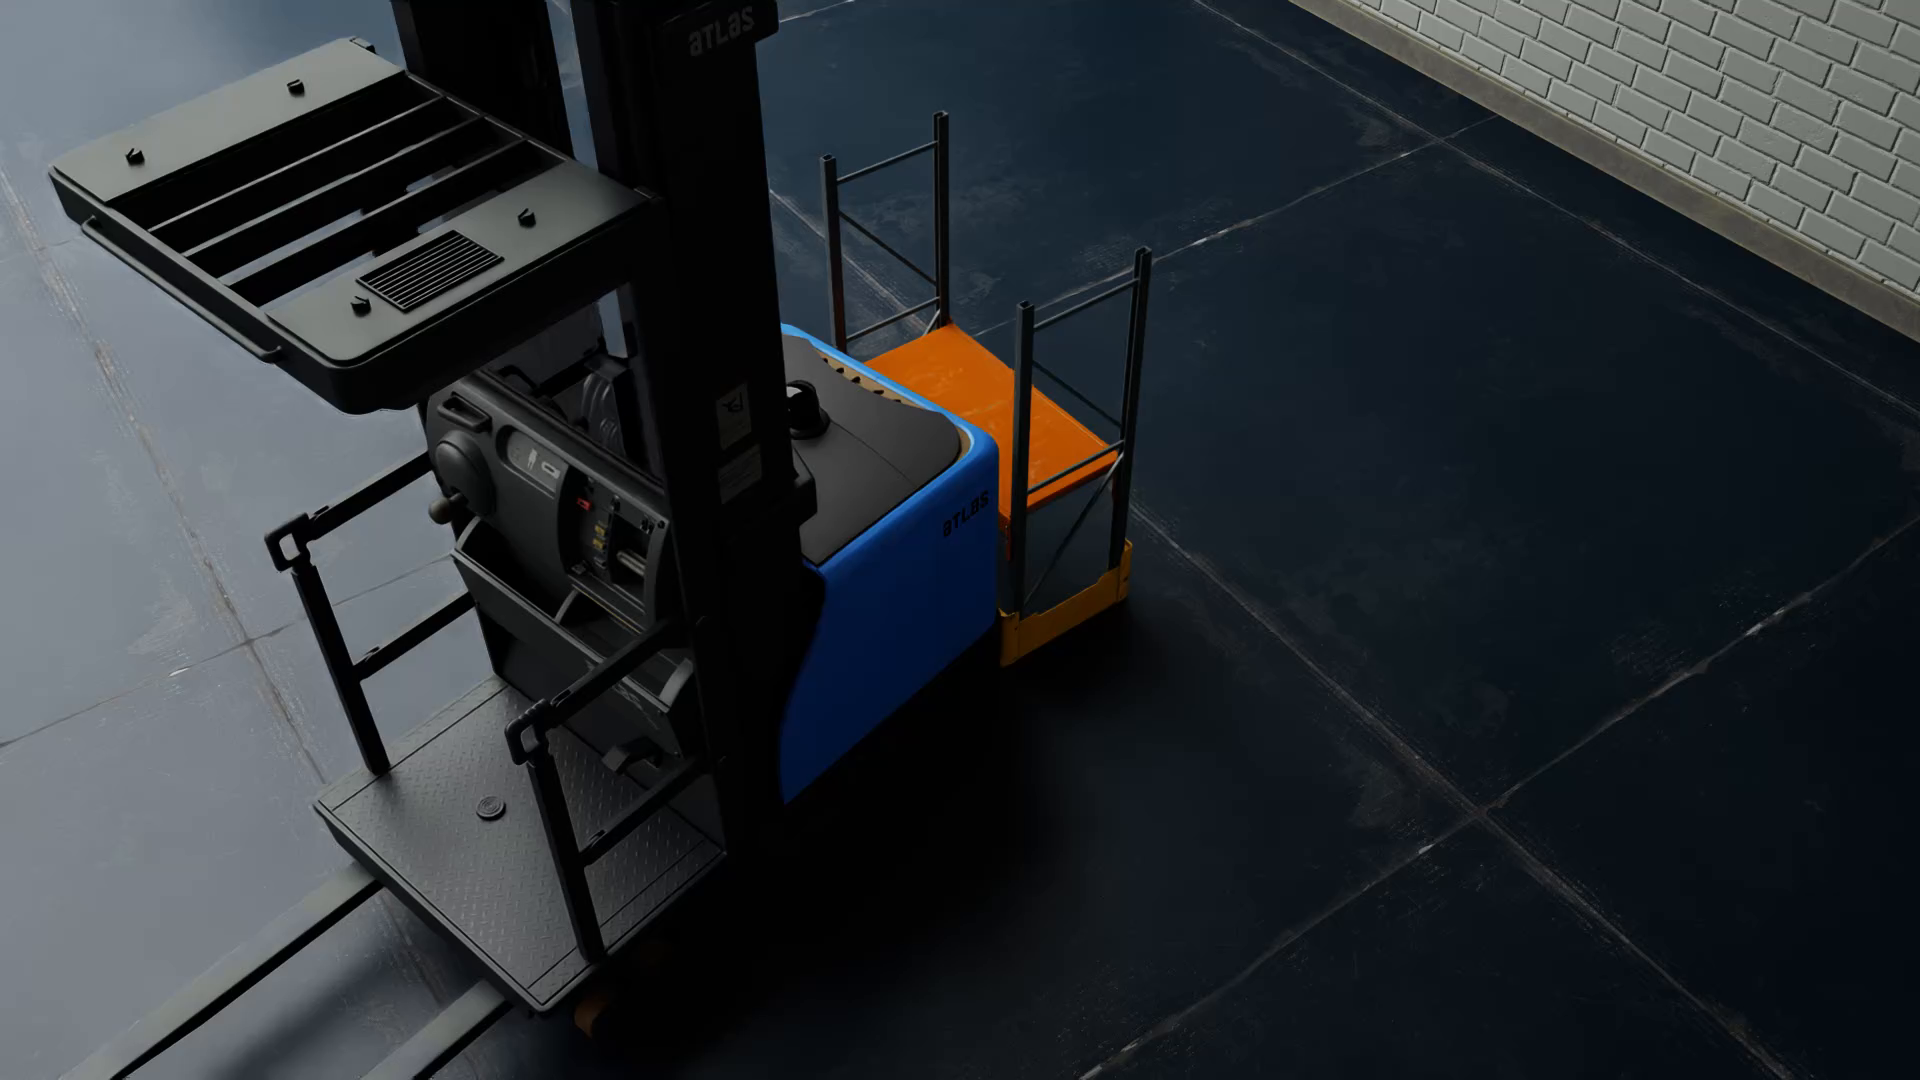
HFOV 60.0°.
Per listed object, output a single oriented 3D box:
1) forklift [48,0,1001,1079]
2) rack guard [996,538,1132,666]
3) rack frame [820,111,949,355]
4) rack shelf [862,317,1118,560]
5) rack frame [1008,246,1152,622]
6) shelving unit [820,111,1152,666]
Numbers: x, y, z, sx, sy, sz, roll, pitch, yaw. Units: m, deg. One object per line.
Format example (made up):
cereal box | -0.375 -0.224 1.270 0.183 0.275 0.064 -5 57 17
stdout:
forklift | -1.207 -0.034 4.163 1.130 2.935 3.031 31 52 28
rack guard | 0.358 0.210 5.849 0.587 0.250 0.087 -28 50 -26
rack frame | -0.246 -0.789 5.991 0.500 1.500 0.032 -28 50 -26
rack shelf | 0.062 -0.380 5.823 0.538 0.185 1.000 -28 50 -26
rack frame | 0.370 -0.231 5.406 0.500 1.500 0.032 -28 50 -26
shelving unit | 0.056 -0.515 5.704 0.587 1.500 1.083 -28 50 -26
